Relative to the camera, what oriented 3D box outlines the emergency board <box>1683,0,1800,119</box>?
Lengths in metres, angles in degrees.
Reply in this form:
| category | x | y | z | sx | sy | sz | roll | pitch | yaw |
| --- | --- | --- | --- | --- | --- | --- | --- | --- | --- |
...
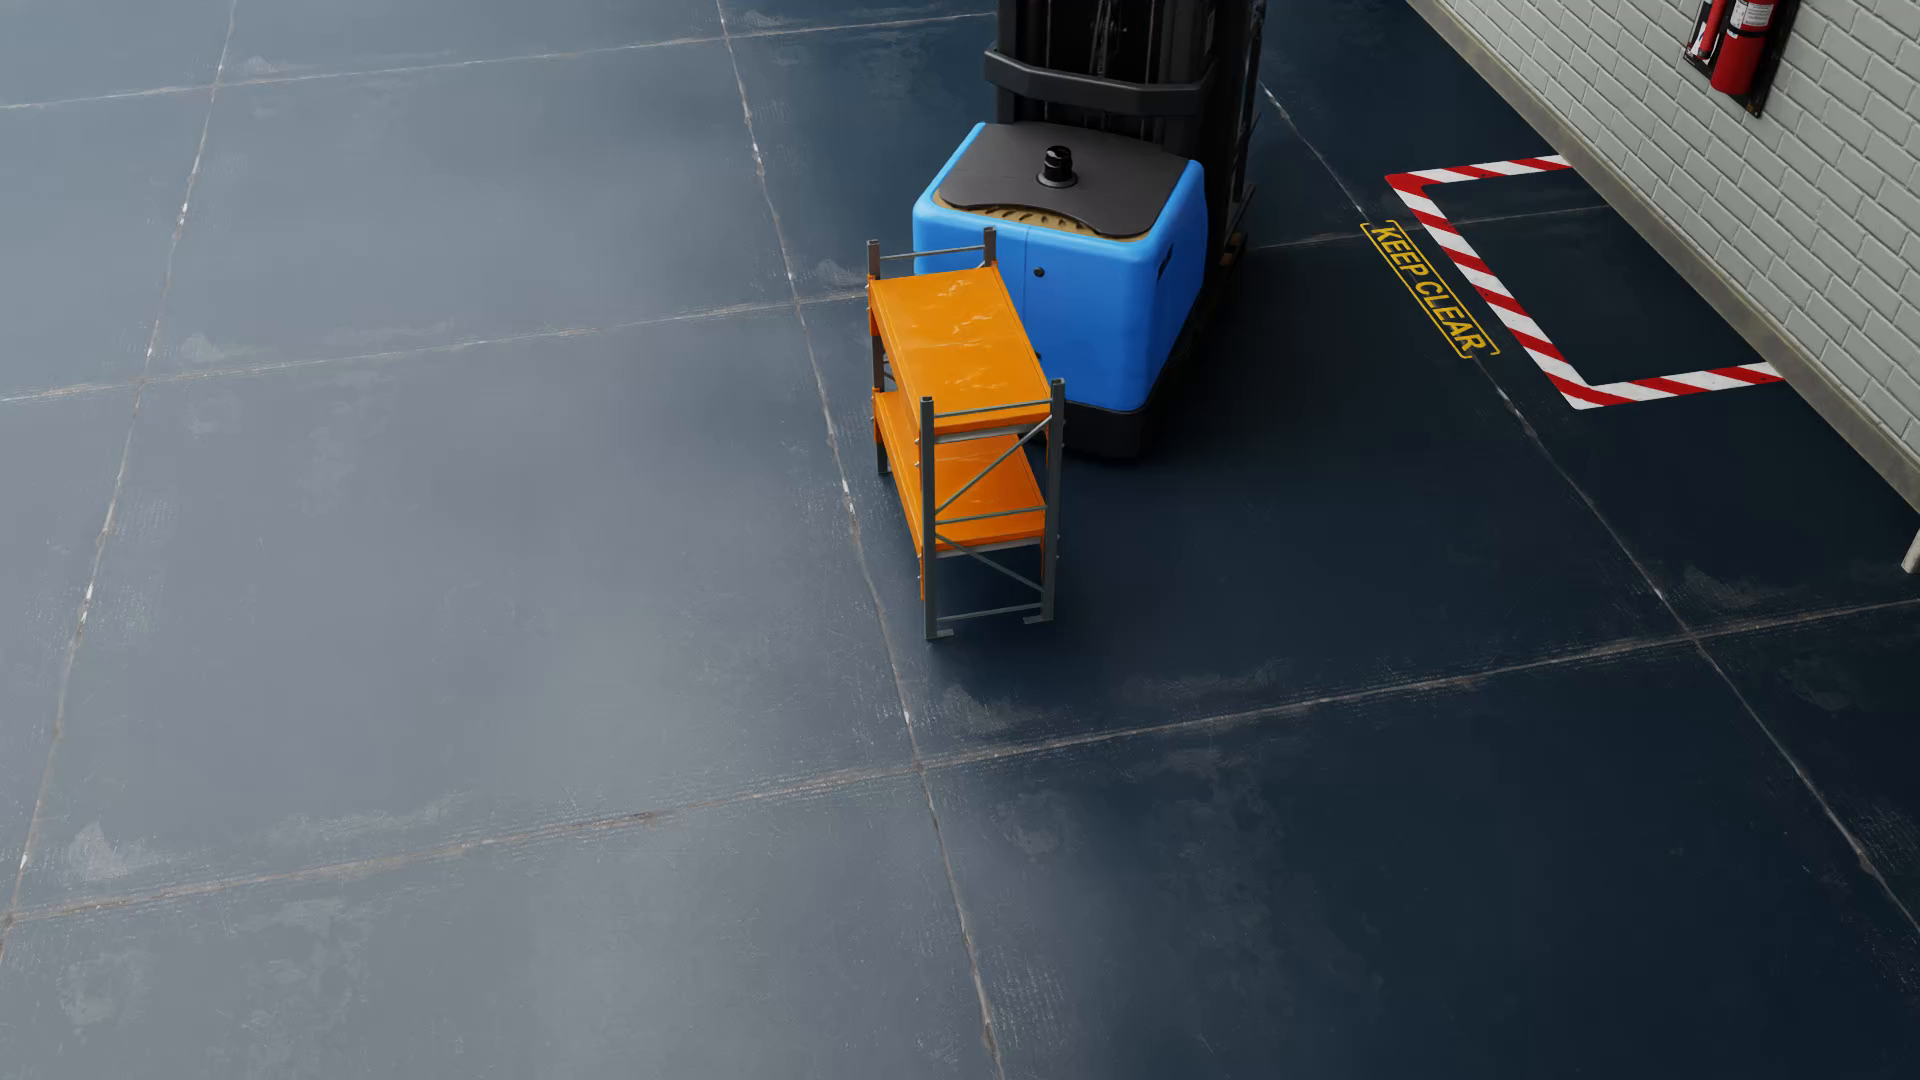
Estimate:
| category | x | y | z | sx | sy | sz | roll | pitch | yaw |
| --- | --- | --- | --- | --- | --- | --- | --- | --- | --- |
| emergency board | 3.451 | -2.526 | 7.336 | 0.194 | 1.169 | 0.643 | -8 | 42 | -9 |

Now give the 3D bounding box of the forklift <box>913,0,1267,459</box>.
| category | x | y | z | sx | sy | sz | roll | pitch | yaw |
| --- | --- | --- | --- | --- | --- | --- | --- | --- | --- |
| forklift | 0.788 | -2.428 | 7.277 | 1.130 | 2.935 | 3.031 | 14 | 43 | 15 |

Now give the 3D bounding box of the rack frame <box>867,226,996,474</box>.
| category | x | y | z | sx | sy | sz | roll | pitch | yaw |
| --- | --- | --- | --- | --- | --- | --- | --- | --- | --- |
| rack frame | -0.108 | -0.746 | 6.743 | 0.500 | 1.125 | 0.032 | -8 | 42 | -9 |

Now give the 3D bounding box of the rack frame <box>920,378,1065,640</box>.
| category | x | y | z | sx | sy | sz | roll | pitch | yaw |
| --- | --- | --- | --- | --- | --- | --- | --- | --- | --- |
| rack frame | 0.111 | -0.087 | 6.000 | 0.500 | 1.125 | 0.032 | -8 | 42 | -9 |

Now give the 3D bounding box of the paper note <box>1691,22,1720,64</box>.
| category | x | y | z | sx | sy | sz | roll | pitch | yaw |
| --- | --- | --- | --- | --- | --- | --- | --- | --- | --- |
| paper note | 3.481 | -2.321 | 7.769 | 0.016 | 0.148 | 0.142 | -8 | 42 | -9 |

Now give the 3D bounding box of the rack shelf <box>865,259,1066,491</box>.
| category | x | y | z | sx | sy | sz | roll | pitch | yaw |
| --- | --- | --- | --- | --- | --- | --- | --- | --- | --- |
| rack shelf | 0.001 | -0.635 | 6.177 | 0.538 | 0.278 | 1.000 | -8 | 42 | -9 |

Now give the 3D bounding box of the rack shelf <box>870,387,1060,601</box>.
| category | x | y | z | sx | sy | sz | roll | pitch | yaw |
| --- | --- | --- | --- | --- | --- | --- | --- | --- | --- |
| rack shelf | 0.001 | -0.233 | 6.534 | 0.538 | 0.278 | 1.000 | -8 | 42 | -9 |

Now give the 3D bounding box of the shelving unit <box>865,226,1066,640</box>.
| category | x | y | z | sx | sy | sz | roll | pitch | yaw |
| --- | --- | --- | --- | --- | --- | --- | --- | --- | --- |
| shelving unit | 0.001 | -0.416 | 6.372 | 0.538 | 1.125 | 1.048 | -8 | 42 | -9 |
